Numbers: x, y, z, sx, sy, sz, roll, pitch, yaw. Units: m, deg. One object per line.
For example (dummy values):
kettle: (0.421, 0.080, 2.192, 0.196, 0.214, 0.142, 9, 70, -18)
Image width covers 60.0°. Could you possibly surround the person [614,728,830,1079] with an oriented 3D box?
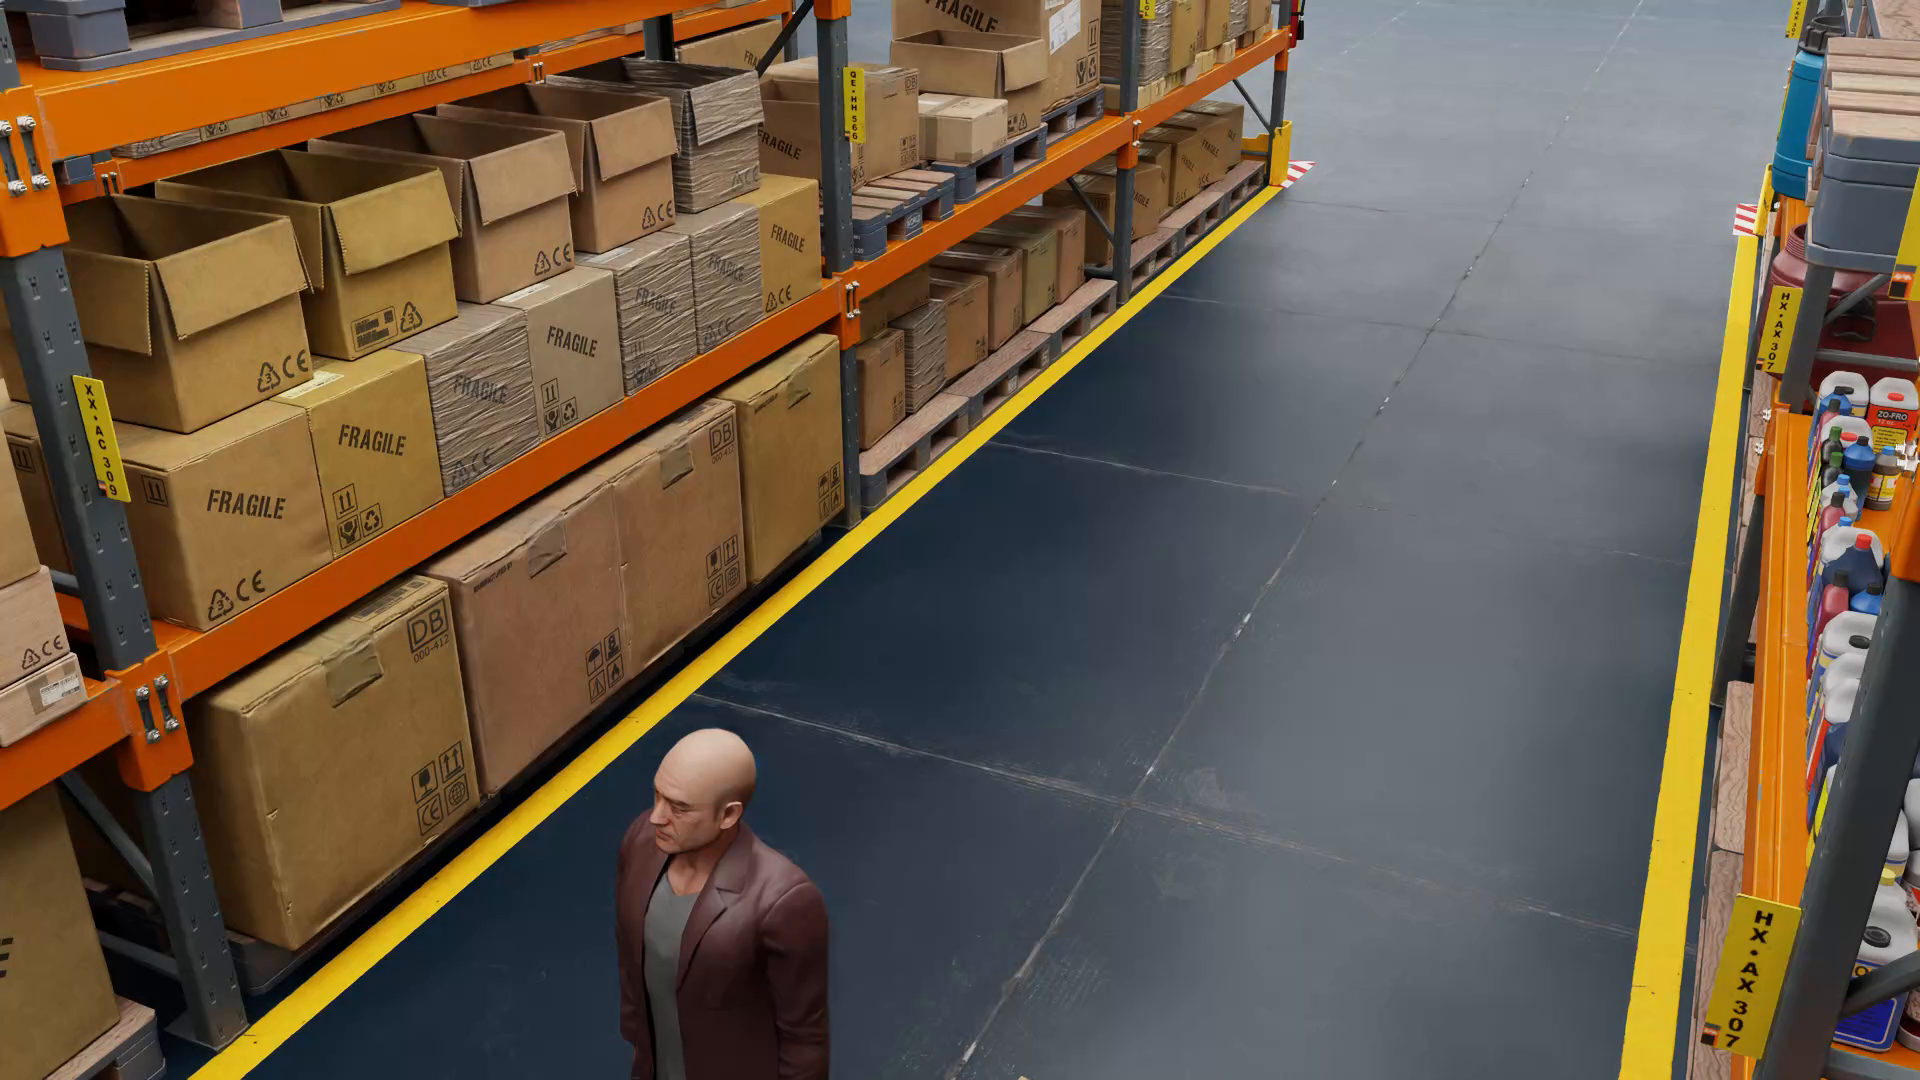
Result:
person: (-0.502, 1.162, 3.683, 0.605, 1.754, 0.780, 19, 32, 34)
